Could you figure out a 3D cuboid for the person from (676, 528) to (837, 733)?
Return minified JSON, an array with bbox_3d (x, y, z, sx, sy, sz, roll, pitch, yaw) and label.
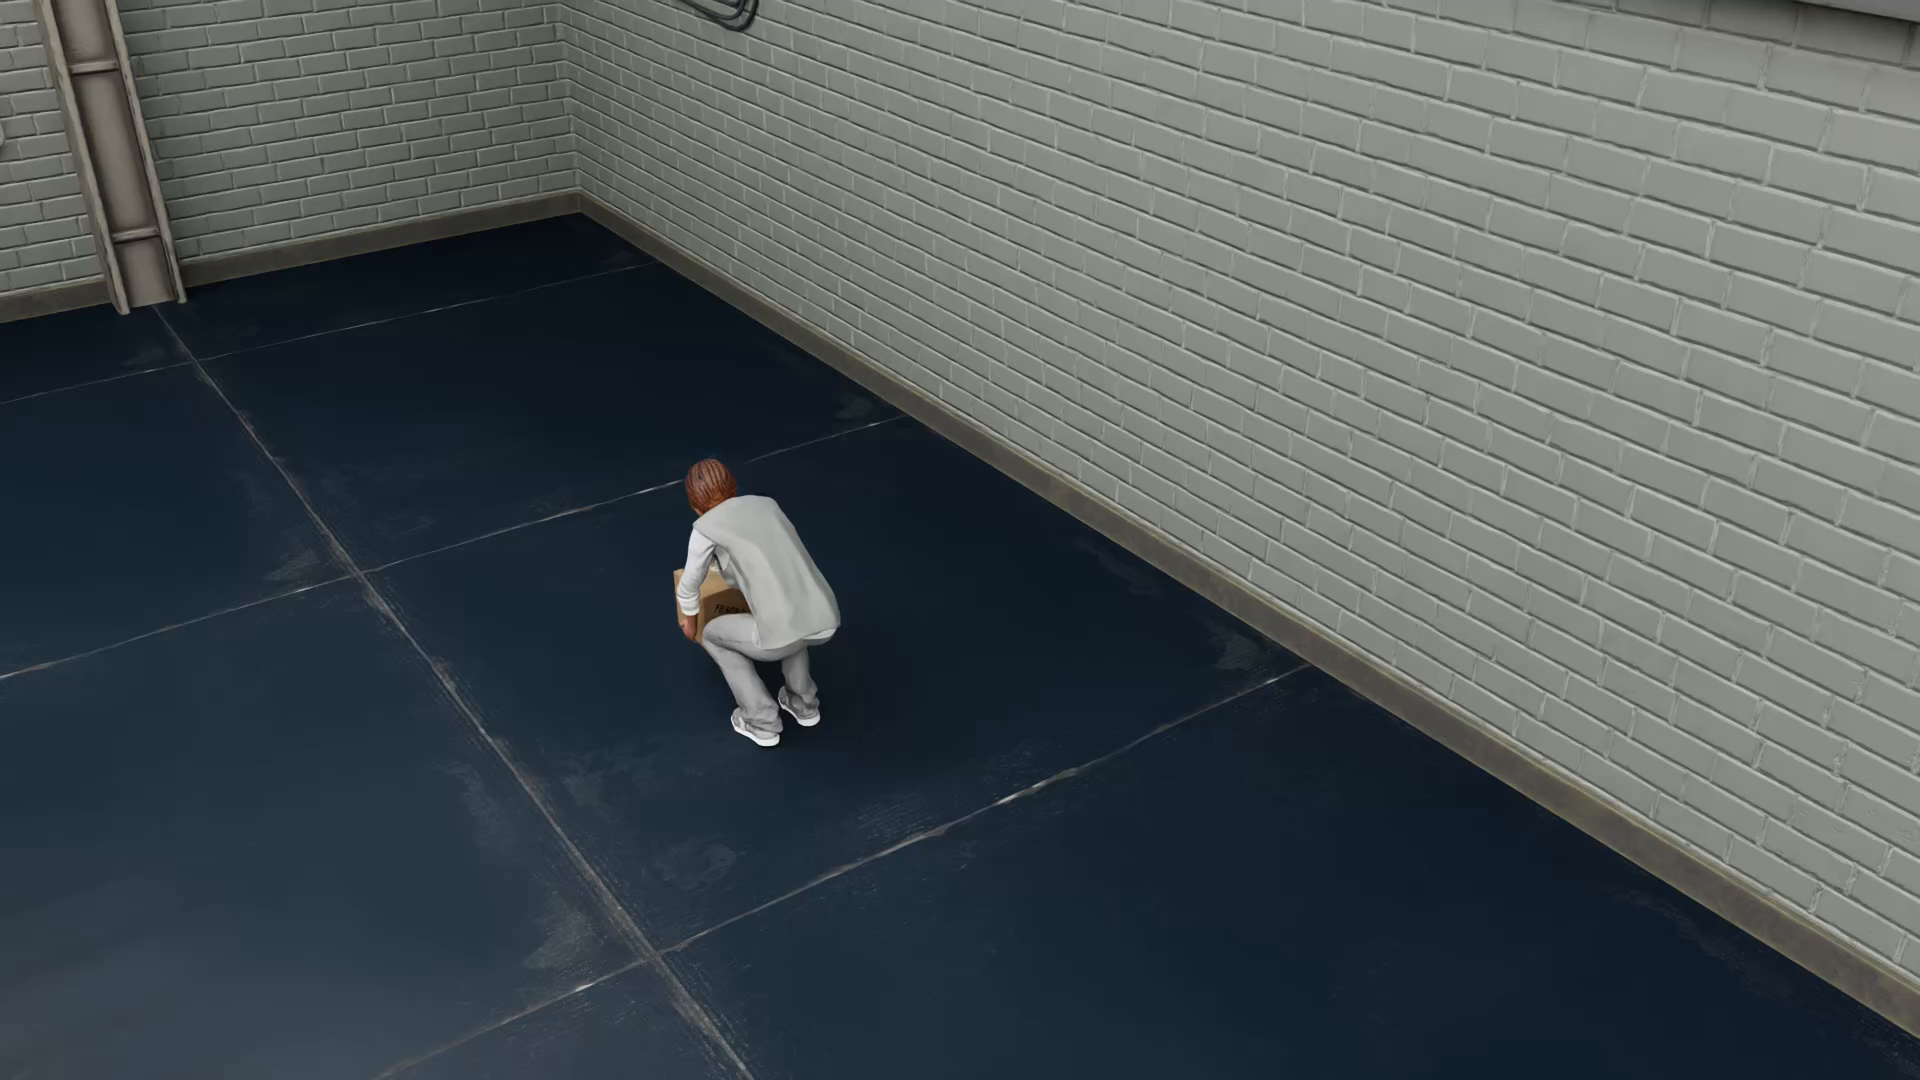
[{"bbox_3d":[-0.735,0.296,6.246,0.452,0.833,0.628,-19,34,-31],"label":"person"}]
